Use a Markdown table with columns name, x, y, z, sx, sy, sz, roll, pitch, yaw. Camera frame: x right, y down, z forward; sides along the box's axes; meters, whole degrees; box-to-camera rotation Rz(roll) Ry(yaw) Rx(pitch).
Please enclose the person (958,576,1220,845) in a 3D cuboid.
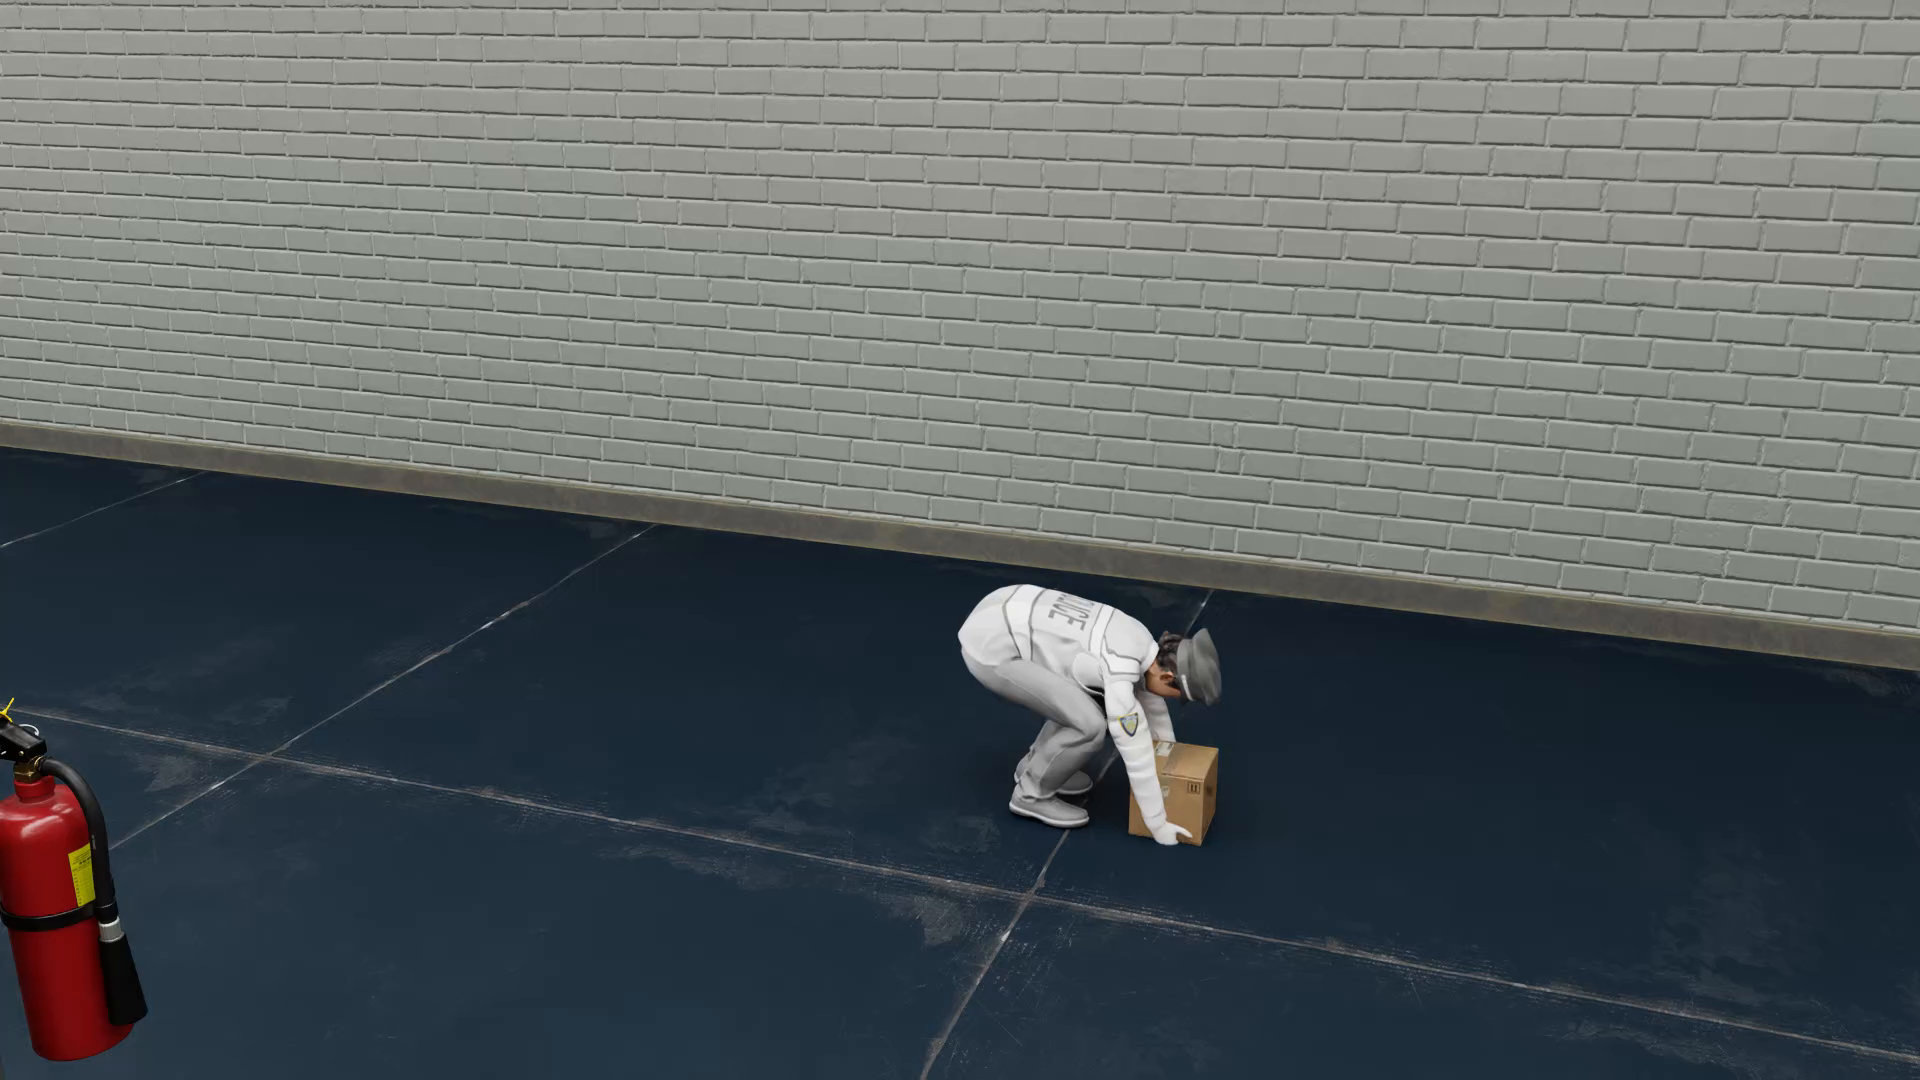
| name | x | y | z | sx | sy | sz | roll | pitch | yaw |
| --- | --- | --- | --- | --- | --- | --- | --- | --- | --- |
| person | 0.445 | 0.565 | 5.735 | 0.893 | 0.832 | 0.462 | 6 | 20 | 16 |
